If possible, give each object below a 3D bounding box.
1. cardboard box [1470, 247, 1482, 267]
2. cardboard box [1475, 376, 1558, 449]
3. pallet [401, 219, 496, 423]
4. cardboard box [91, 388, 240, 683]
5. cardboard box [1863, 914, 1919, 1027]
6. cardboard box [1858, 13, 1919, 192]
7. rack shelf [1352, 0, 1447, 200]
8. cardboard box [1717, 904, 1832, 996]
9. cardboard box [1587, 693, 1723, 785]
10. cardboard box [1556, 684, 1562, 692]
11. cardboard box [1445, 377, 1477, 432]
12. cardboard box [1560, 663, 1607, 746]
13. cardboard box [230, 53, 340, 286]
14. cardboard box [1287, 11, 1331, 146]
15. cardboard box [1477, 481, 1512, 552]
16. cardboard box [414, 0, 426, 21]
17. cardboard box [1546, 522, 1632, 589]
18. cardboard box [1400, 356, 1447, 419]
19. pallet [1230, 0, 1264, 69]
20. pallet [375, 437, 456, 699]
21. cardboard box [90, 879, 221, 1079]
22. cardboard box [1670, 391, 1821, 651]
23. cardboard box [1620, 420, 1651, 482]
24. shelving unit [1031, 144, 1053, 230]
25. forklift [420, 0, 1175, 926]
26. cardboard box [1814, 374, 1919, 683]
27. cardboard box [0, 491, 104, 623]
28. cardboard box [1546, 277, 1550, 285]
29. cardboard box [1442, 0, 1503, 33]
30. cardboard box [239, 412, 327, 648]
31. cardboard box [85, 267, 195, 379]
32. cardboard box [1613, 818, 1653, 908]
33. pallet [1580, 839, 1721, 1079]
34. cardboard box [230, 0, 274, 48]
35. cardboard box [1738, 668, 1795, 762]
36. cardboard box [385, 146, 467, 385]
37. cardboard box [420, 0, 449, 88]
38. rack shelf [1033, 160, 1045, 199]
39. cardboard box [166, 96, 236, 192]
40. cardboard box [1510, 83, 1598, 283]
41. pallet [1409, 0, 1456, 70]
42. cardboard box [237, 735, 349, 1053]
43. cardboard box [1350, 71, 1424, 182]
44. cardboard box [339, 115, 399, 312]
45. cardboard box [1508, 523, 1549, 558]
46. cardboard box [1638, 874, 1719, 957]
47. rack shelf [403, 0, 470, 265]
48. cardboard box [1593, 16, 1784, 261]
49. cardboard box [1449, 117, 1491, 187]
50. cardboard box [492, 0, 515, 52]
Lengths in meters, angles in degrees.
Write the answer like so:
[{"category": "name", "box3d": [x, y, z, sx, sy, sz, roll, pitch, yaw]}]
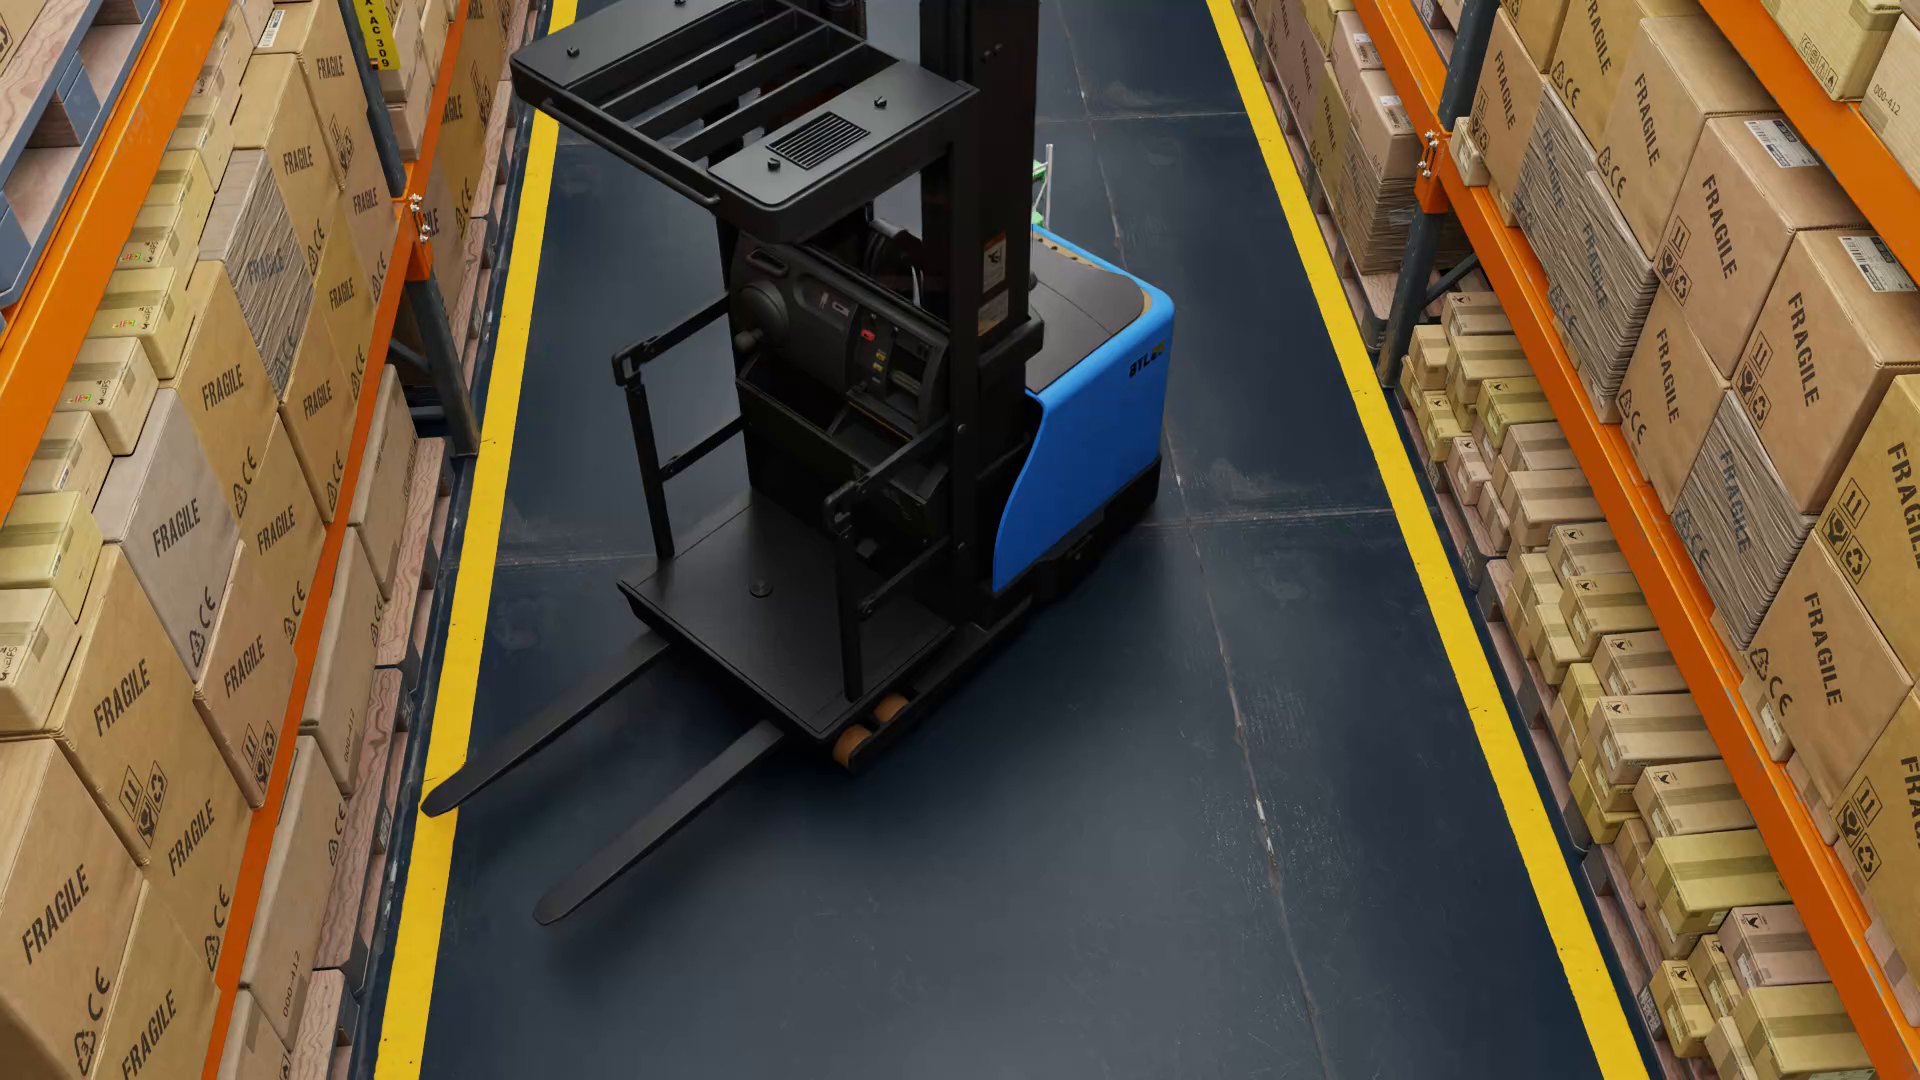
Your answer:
[{"category": "cardboard box", "box3d": [2.570, -1.609, 7.641, 0.500, 0.500, 0.500, -2, 47, -2]}, {"category": "cardboard box", "box3d": [2.225, -0.498, 6.420, 0.380, 0.149, 0.250, -4, 47, -4]}, {"category": "pallet", "box3d": [-2.696, -0.995, 7.547, 1.003, 0.211, 1.213, -3, 47, -3]}, {"category": "cardboard box", "box3d": [-2.079, 0.006, 3.921, 0.500, 0.500, 0.500, -4, 47, -4]}, {"category": "cardboard box", "box3d": [2.394, 0.988, 3.921, 0.380, 0.149, 0.250, -3, 47, -3]}, {"category": "cardboard box", "box3d": [2.323, -0.901, 3.575, 0.500, 0.250, 0.500, -2, 47, -2]}, {"category": "rack shelf", "box3d": [2.201, -2.973, 7.995, 1.077, 0.370, 4.000, -3, 47, -3]}, {"category": "cardboard box", "box3d": [2.442, 1.199, 4.813, 0.380, 0.149, 0.250, -3, 47, -3]}, {"category": "cardboard box", "box3d": [2.257, 0.637, 5.345, 0.380, 0.149, 0.250, -2, 47, -2]}, {"category": "cardboard box", "box3d": [2.326, 0.467, 5.916, 0.380, 0.149, 0.250, -2, 47, -2]}, {"category": "cardboard box", "box3d": [2.190, -0.581, 6.703, 0.380, 0.149, 0.250, -3, 47, -3]}, {"category": "cardboard box", "box3d": [2.270, 0.553, 5.630, 0.380, 0.149, 0.250, -1, 47, -1]}, {"category": "cardboard box", "box3d": [-2.207, -1.086, 4.955, 0.500, 0.500, 0.500, -4, 47, -4]}, {"category": "cardboard box", "box3d": [1.974, -2.321, 8.315, 0.500, 0.500, 0.500, -4, 47, -4]}, {"category": "cardboard box", "box3d": [2.244, -0.105, 6.458, 0.380, 0.149, 0.250, -4, 47, -4]}, {"category": "cardboard box", "box3d": [-2.384, -2.231, 6.556, 0.500, 0.250, 0.500, -3, 47, -3]}, {"category": "cardboard box", "box3d": [2.314, 0.071, 5.881, 0.380, 0.149, 0.250, -5, 47, -5]}, {"category": "cardboard box", "box3d": [2.078, -0.655, 6.978, 0.380, 0.149, 0.250, -5, 47, -5]}, {"category": "pallet", "box3d": [2.097, -3.143, 9.582, 1.003, 0.211, 1.213, -3, 47, -3]}, {"category": "pallet", "box3d": [-2.570, 0.114, 6.497, 1.003, 0.211, 1.213, -3, 47, -3]}, {"category": "cardboard box", "box3d": [-1.975, 1.095, 3.578, 0.500, 0.500, 0.500, -4, 47, -4]}, {"category": "cardboard box", "box3d": [2.319, -0.065, 4.472, 0.500, 0.500, 0.500, -3, 47, -3]}, {"category": "cardboard box", "box3d": [2.293, -0.321, 5.162, 0.380, 0.149, 0.250, -2, 47, -2]}, {"category": "shelving unit", "box3d": [0.115, -1.236, 7.094, 0.258, 1.200, 0.503, -30, 54, -26]}, {"category": "forklift", "box3d": [-0.552, -0.604, 5.304, 1.130, 2.935, 3.031, 33, 55, 28]}, {"category": "cardboard box", "box3d": [2.374, -0.043, 3.762, 0.500, 0.500, 0.500, -5, 47, -5]}, {"category": "cardboard box", "box3d": [-2.016, 0.050, 3.433, 0.380, 0.149, 0.250, -5, 47, -5]}, {"category": "cardboard box", "box3d": [2.253, -0.893, 5.703, 0.380, 0.149, 0.250, -5, 47, -5]}, {"category": "cardboard box", "box3d": [2.138, -2.107, 6.563, 0.380, 0.149, 0.250, -4, 47, -4]}, {"category": "cardboard box", "box3d": [-2.129, 0.000, 4.615, 0.500, 0.500, 0.500, -2, 47, -2]}, {"category": "cardboard box", "box3d": [-2.063, -0.505, 3.958, 0.380, 0.149, 0.250, -5, 47, -4]}, {"category": "cardboard box", "box3d": [2.359, 1.034, 5.379, 0.380, 0.149, 0.250, -3, 47, -3]}, {"category": "pallet", "box3d": [2.664, 1.434, 5.246, 1.003, 0.211, 1.213, -3, 47, -3]}, {"category": "cardboard box", "box3d": [-2.299, -1.600, 4.995, 0.380, 0.149, 0.250, -2, 47, -2]}, {"category": "cardboard box", "box3d": [2.330, 0.442, 4.438, 0.380, 0.149, 0.250, -2, 47, -2]}, {"category": "cardboard box", "box3d": [-2.688, -1.257, 7.049, 0.875, 0.875, 0.875, -2, 47, -2]}, {"category": "cardboard box", "box3d": [-2.375, -2.057, 6.735, 0.500, 0.250, 0.500, -5, 47, -4]}, {"category": "rack shelf", "box3d": [0.115, -1.522, 6.792, 0.258, 0.148, 0.480, -30, 54, -26]}, {"category": "cardboard box", "box3d": [-2.192, -1.058, 4.482, 0.380, 0.149, 0.250, -4, 47, -4]}, {"category": "cardboard box", "box3d": [2.207, -1.179, 5.527, 0.500, 0.500, 0.500, -3, 47, -3]}, {"category": "pallet", "box3d": [2.449, -2.270, 6.966, 1.003, 0.211, 1.213, -3, 47, -3]}, {"category": "cardboard box", "box3d": [-2.461, 1.098, 5.120, 0.875, 0.438, 0.875, -2, 47, -2]}, {"category": "cardboard box", "box3d": [2.054, -1.840, 7.343, 0.500, 0.250, 0.500, -5, 47, -4]}, {"category": "cardboard box", "box3d": [-2.263, -1.114, 5.670, 0.500, 0.500, 0.500, -3, 47, -3]}, {"category": "cardboard box", "box3d": [2.266, -0.011, 6.164, 0.380, 0.149, 0.250, -2, 47, -1]}, {"category": "cardboard box", "box3d": [2.329, 1.114, 5.099, 0.380, 0.149, 0.250, -5, 47, -5]}, {"category": "rack shelf", "box3d": [-2.724, -2.599, 7.641, 1.077, 0.370, 4.000, -3, 47, -3]}, {"category": "cardboard box", "box3d": [2.233, -1.172, 4.832, 0.500, 0.500, 0.500, -3, 47, -3]}, {"category": "cardboard box", "box3d": [2.066, -1.462, 6.242, 0.380, 0.149, 0.250, -2, 47, -2]}, {"category": "cardboard box", "box3d": [-2.916, -3.203, 8.891, 0.875, 0.875, 0.875, -4, 47, -4]}]
